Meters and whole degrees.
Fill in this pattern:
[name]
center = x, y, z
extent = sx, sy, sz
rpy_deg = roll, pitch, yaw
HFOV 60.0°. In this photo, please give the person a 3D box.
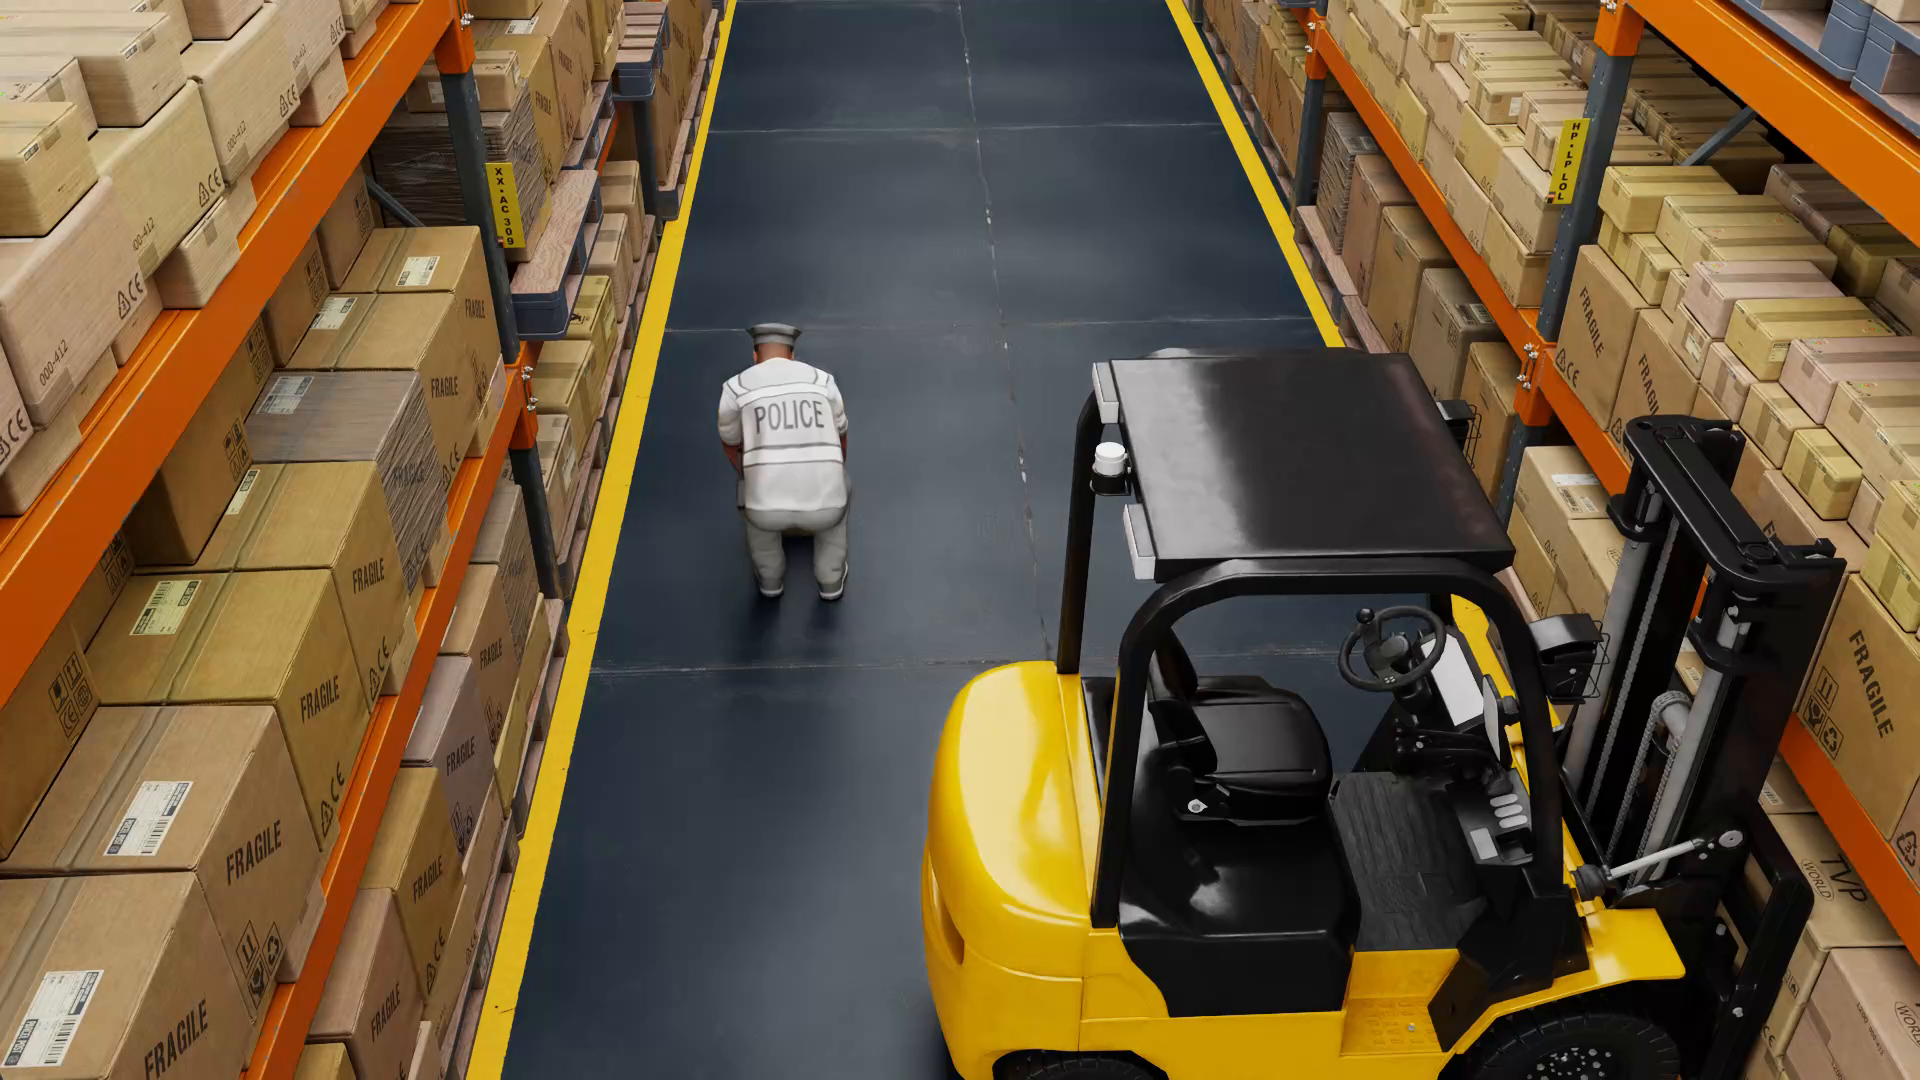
[person]
center = -0.755, -0.318, 7.193
extent = 0.572, 1.069, 0.933
rpy_deg = -2, 35, -3
